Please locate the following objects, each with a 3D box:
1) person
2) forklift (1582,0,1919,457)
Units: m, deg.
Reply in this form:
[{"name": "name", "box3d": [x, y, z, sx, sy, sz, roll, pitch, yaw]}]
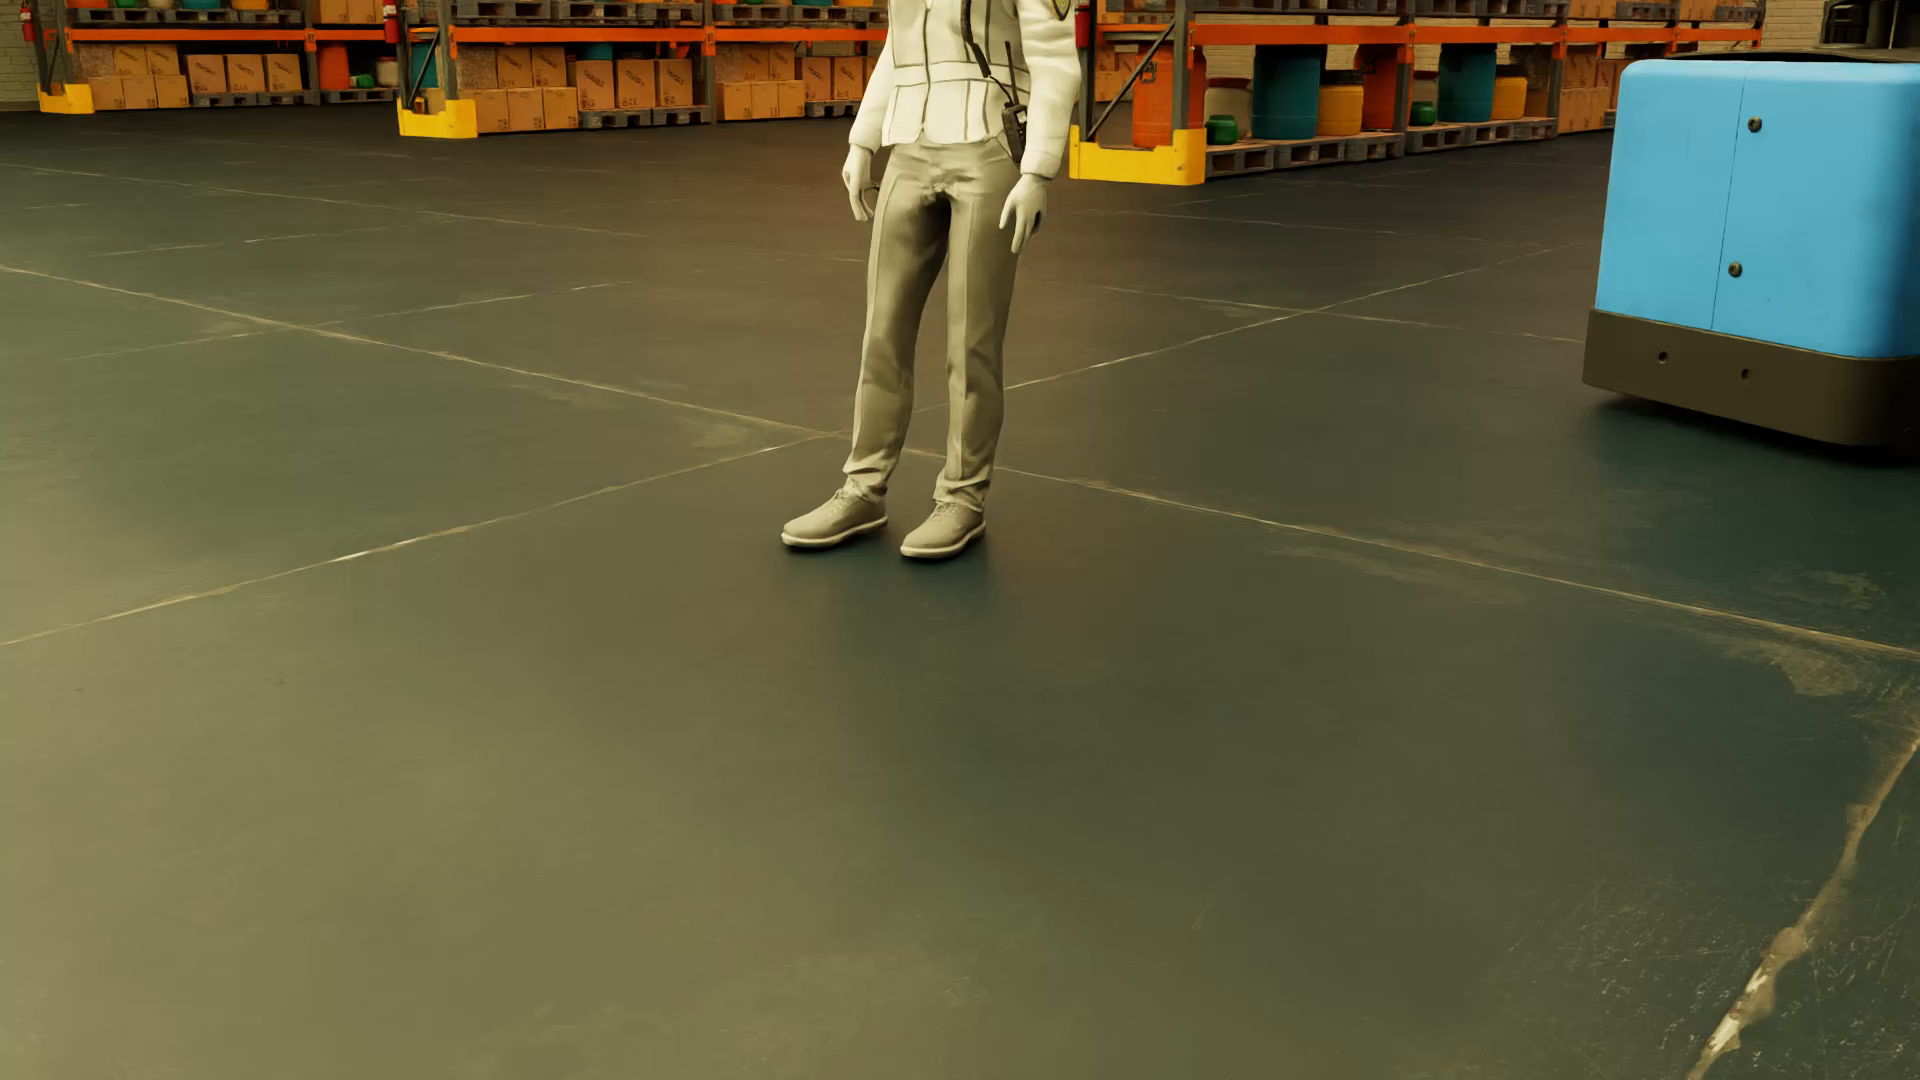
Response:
[{"name": "person", "box3d": [-0.049, -0.802, 3.648, 0.588, 1.691, 0.531, 13, 21, 37]}, {"name": "forklift", "box3d": [3.568, -1.903, 5.166, 3.031, 2.935, 1.130, -8, 19, -24]}]
